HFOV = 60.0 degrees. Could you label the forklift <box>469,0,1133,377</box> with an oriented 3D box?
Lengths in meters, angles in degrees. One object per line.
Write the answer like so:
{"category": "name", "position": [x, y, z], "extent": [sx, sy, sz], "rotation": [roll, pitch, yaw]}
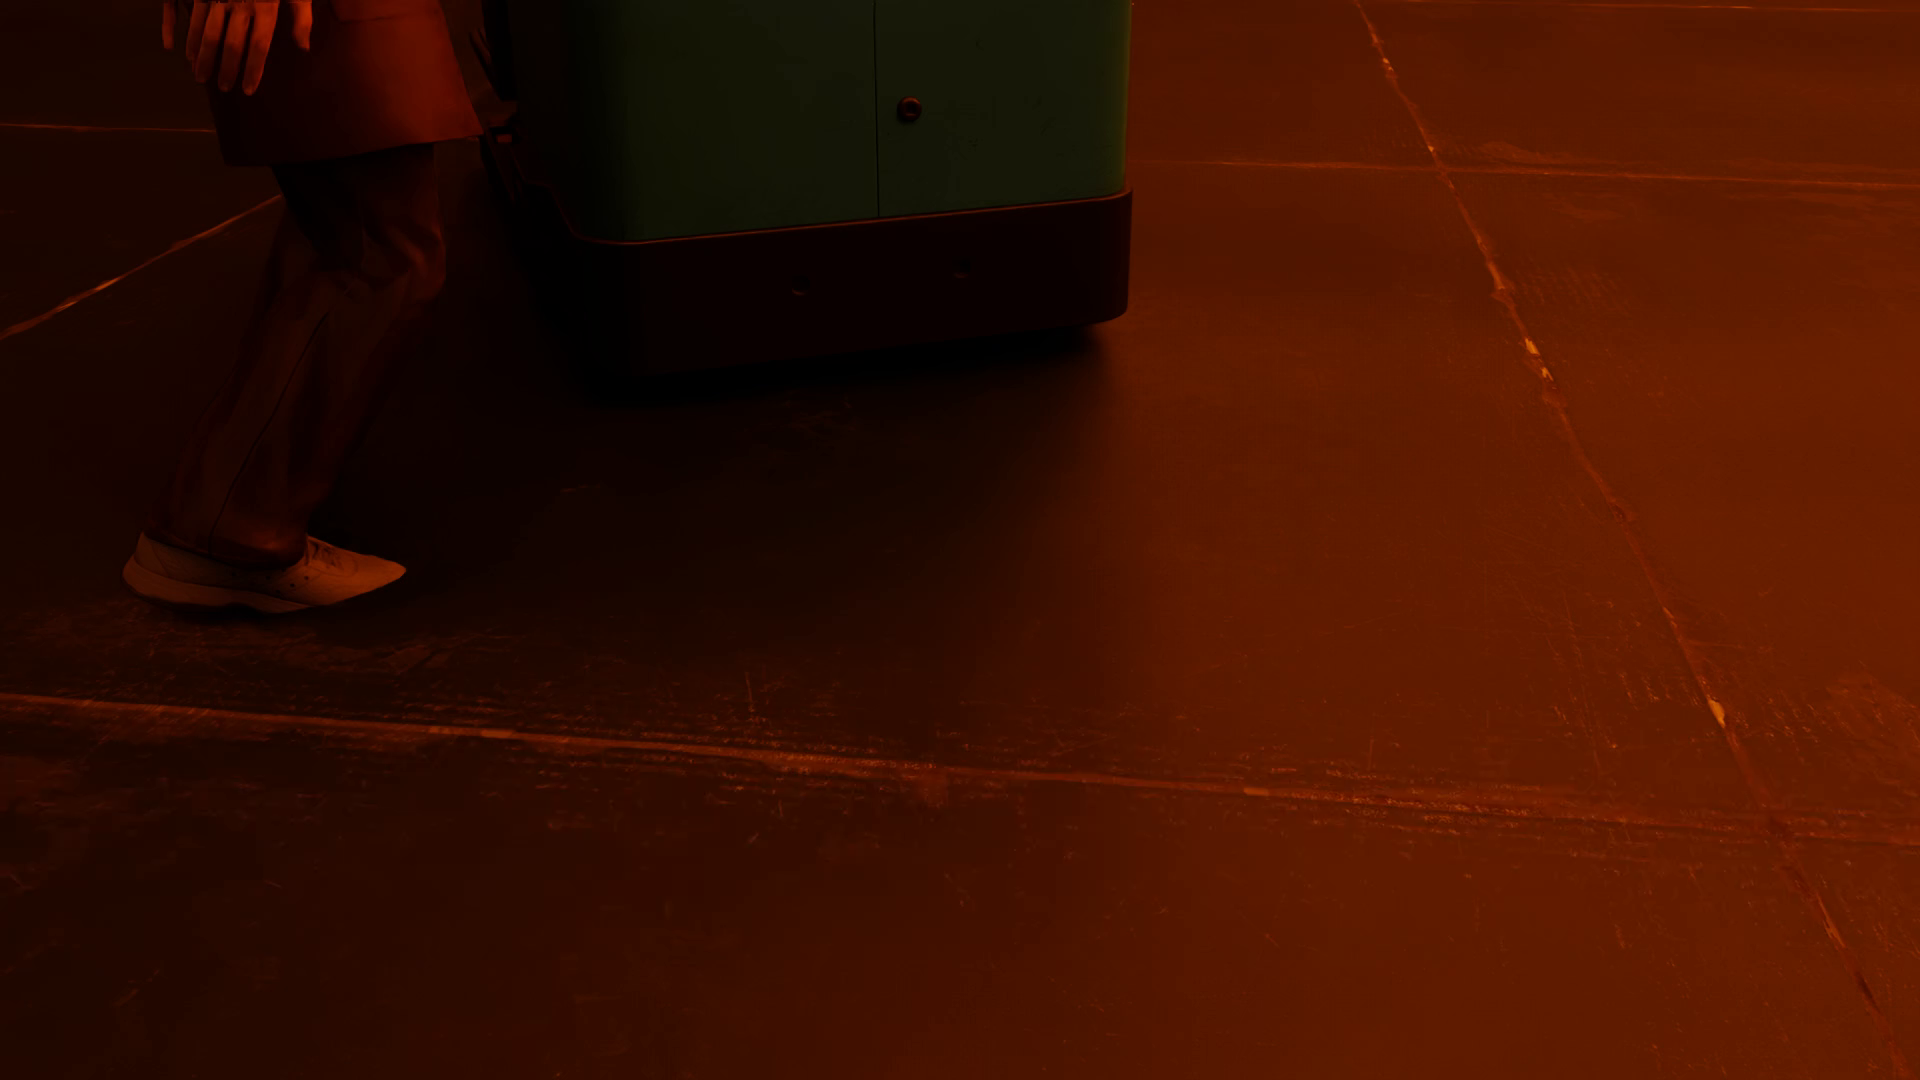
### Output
{"category": "forklift", "position": [-0.641, -2.234, 3.696], "extent": [1.130, 2.935, 3.031], "rotation": [-9, 28, -17]}

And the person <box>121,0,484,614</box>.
{"category": "person", "position": [-0.934, -0.738, 2.125], "extent": [0.583, 1.739, 0.935], "rotation": [-14, 30, -26]}
